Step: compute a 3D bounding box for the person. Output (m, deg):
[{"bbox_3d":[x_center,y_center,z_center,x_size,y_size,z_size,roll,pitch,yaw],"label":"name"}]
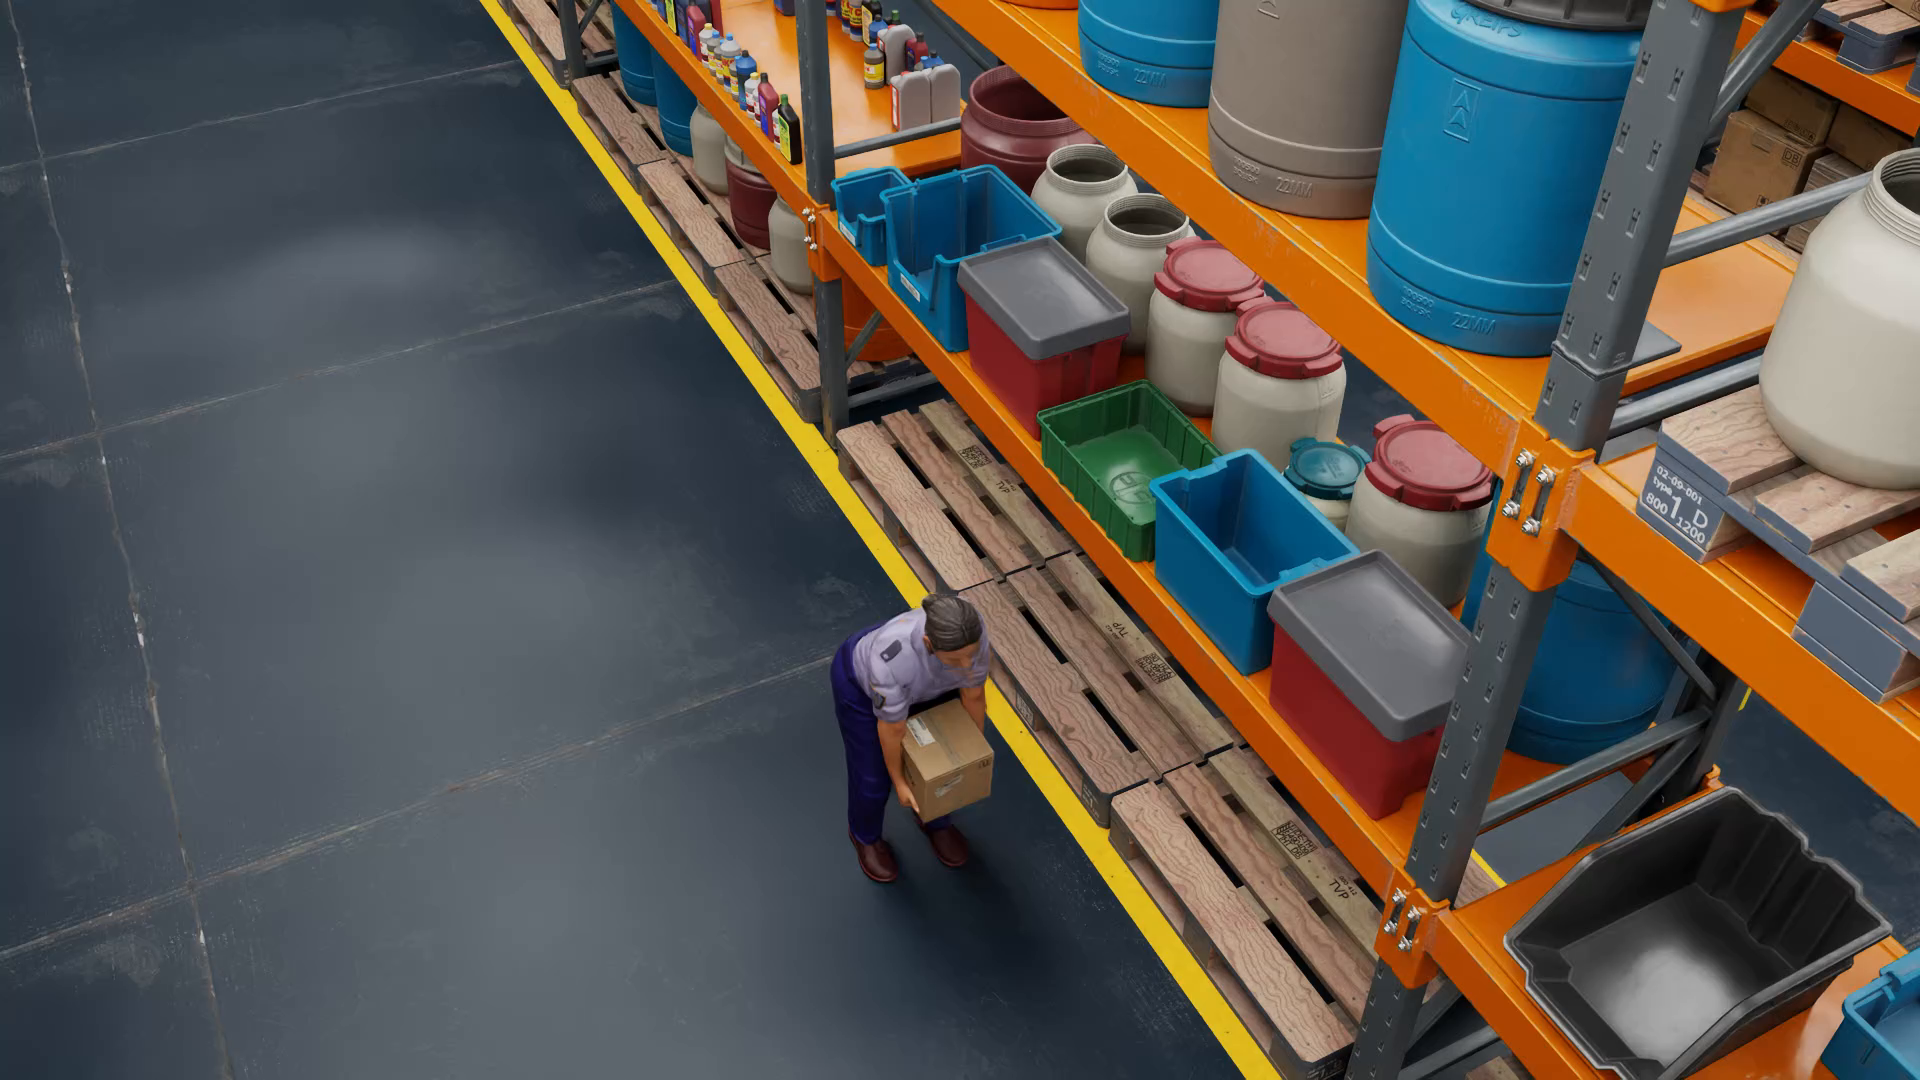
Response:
[{"bbox_3d":[-0.149,0.620,5.590,0.437,1.497,0.674,-20,45,-21],"label":"person"}]
